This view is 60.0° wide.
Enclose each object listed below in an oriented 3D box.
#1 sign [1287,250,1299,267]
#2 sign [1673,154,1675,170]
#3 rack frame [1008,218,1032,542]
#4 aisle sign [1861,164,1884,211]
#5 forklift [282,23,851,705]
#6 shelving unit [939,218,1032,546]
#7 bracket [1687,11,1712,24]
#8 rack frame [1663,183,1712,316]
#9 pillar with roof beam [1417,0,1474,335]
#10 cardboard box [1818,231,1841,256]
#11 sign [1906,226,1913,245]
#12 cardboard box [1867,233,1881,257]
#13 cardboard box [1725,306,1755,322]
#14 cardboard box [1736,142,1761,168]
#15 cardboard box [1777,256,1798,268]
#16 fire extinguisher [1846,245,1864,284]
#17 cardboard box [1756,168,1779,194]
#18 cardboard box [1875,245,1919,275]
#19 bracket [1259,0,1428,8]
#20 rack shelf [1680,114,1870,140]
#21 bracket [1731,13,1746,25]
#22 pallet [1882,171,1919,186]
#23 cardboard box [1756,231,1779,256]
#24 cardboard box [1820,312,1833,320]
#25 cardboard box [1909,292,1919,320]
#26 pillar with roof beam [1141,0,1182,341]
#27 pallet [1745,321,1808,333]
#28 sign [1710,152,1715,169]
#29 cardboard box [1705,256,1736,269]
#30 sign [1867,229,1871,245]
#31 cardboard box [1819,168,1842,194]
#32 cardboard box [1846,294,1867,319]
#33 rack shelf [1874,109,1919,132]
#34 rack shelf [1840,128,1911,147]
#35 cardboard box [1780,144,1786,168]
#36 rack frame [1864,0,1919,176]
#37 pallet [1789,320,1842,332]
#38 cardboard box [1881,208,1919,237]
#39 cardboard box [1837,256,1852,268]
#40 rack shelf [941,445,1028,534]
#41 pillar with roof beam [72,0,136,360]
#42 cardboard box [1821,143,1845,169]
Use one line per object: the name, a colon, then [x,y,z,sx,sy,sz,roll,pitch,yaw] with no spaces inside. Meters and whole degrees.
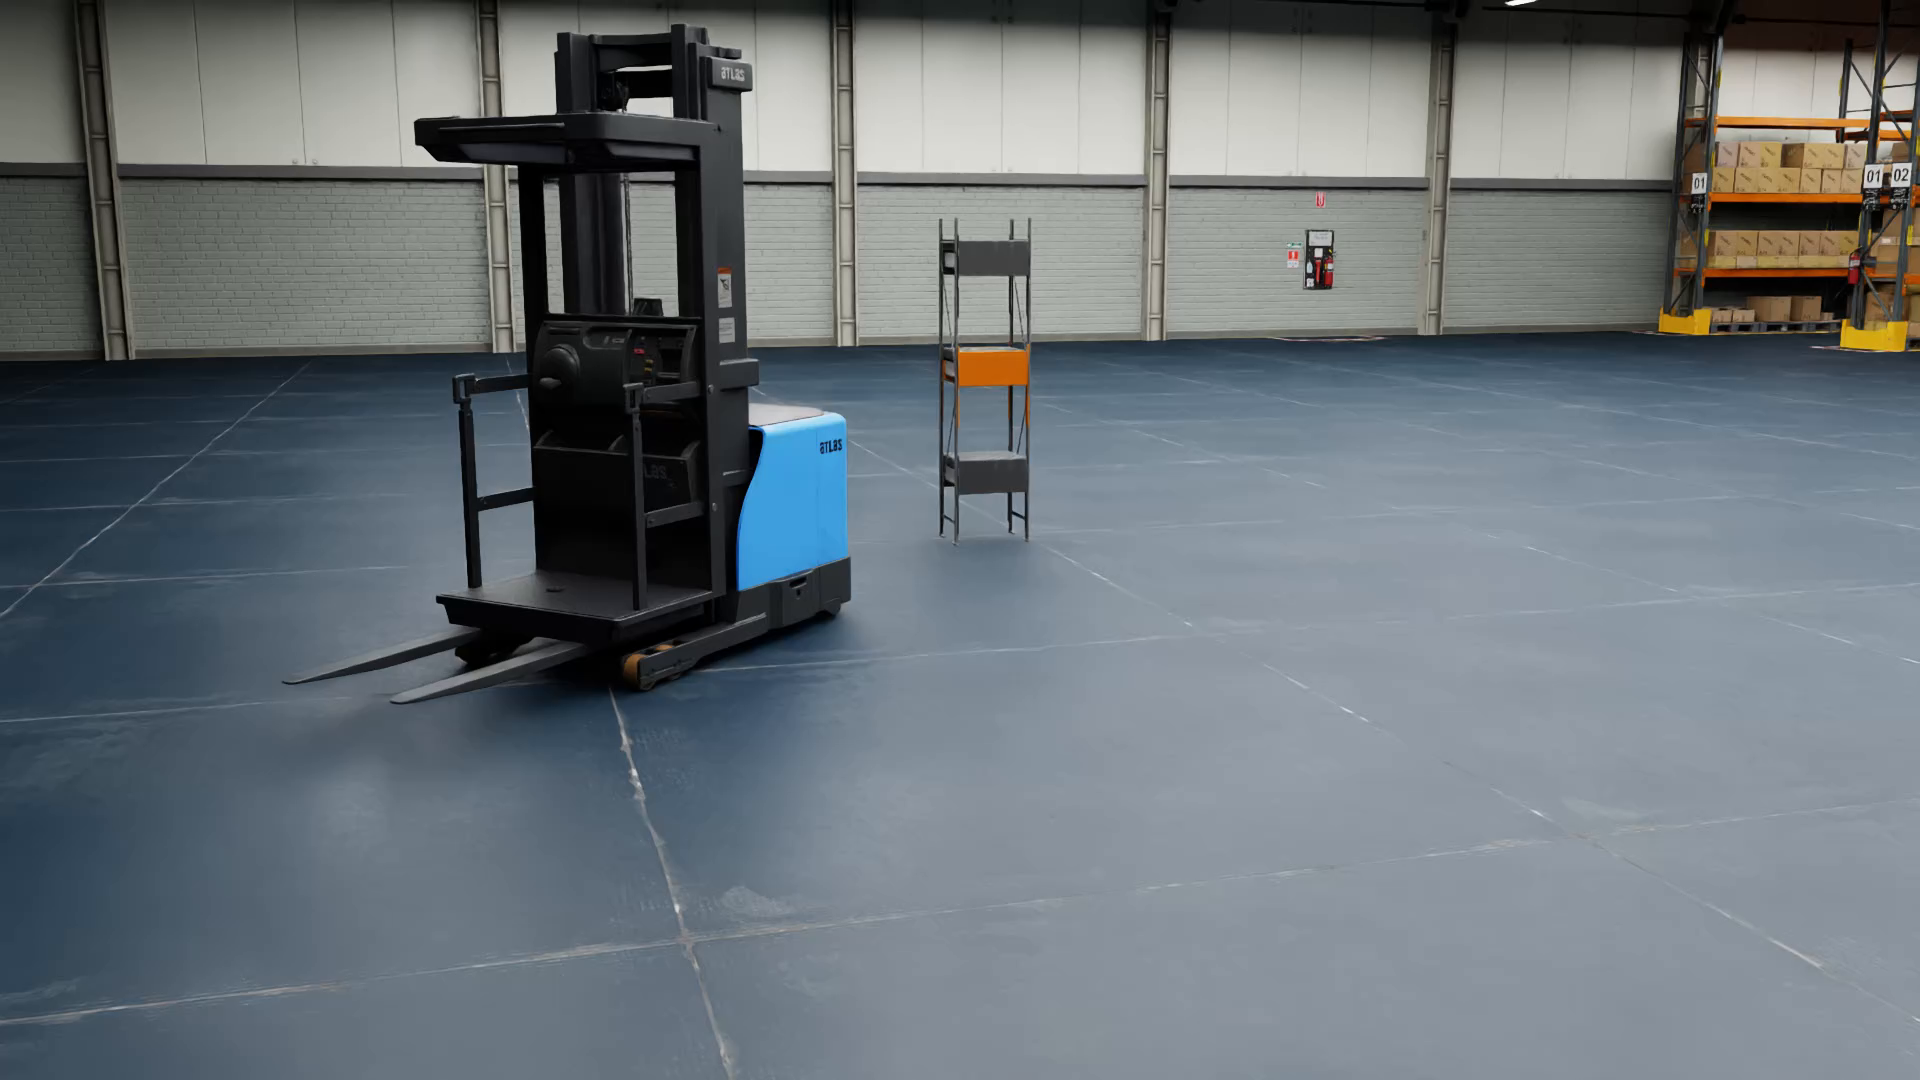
sign: [6.518,-5.499,32.534,0.234,0.329,0.001,-3,11,-16]
sign: [14.656,-7.736,34.054,0.005,0.325,0.100,-3,11,-16]
rack frame: [0.393,-1.053,10.969,0.015,2.100,0.400,-3,11,-16]
aisle sign: [16.035,-6.193,29.223,0.004,0.787,0.394,-3,11,-16]
forklift: [-1.728,-0.863,7.641,1.130,2.935,3.031,6,12,28]
shelving unit: [0.159,-1.041,10.902,0.503,2.100,0.431,-3,11,-16]
bracket: [14.923,-10.552,33.567,0.430,0.232,0.235,-3,11,-16]
rack frame: [14.792,-5.728,33.876,0.127,3.000,1.000,-3,11,-16]
pillar with roof beam: [10.664,-7.812,28.627,0.548,9.000,9.100,-3,11,-16]
cardboard box: [17.787,-6.131,34.355,0.500,0.500,0.500,-3,11,-16]
sign: [16.329,-5.235,28.588,0.005,0.325,0.100,-3,11,-16]
cardboard box: [19.130,-6.216,35.034,0.500,0.500,0.700,-3,11,-16]
cardboard box: [16.028,-4.670,34.341,0.500,0.311,0.500,-2,11,-11]
cardboard box: [15.725,-7.748,33.469,0.500,0.500,0.500,-3,11,-17]
cardboard box: [16.820,-5.712,34.149,0.500,0.250,0.500,-3,11,-15]
fire extinguisher: [15.936,-4.904,29.612,0.183,0.674,0.296,-3,11,-16]
cardboard box: [16.206,-7.284,33.710,0.500,0.500,0.500,-2,11,-13]
cardboard box: [16.632,-4.938,29.306,0.500,0.500,0.700,-3,11,-16]
bracket: [6.672,-10.117,31.204,4.783,0.066,0.076,-3,11,-16]
rack shelf: [16.712,-8.424,33.948,4.000,0.370,1.077,-3,11,-16]
bracket: [15.720,-10.594,33.795,0.430,0.232,0.235,-3,11,-16]
pallet: [16.866,-6.330,29.105,1.213,0.211,1.003,-3,11,-16]
cardboard box: [16.309,-6.053,33.929,0.500,0.500,0.500,-3,11,-18]
cardboard box: [18.127,-4.721,35.017,0.250,0.166,0.380,-5,11,-23]
cardboard box: [17.567,-4.222,30.059,0.500,0.500,0.500,-3,11,-16]
pillar with roof beam: [4.903,-7.509,26.978,0.548,9.000,9.100,-3,11,-16]
pallet: [16.824,-4.456,34.671,1.213,0.211,1.003,-3,11,-16]
sign: [14.943,-7.539,33.013,0.005,0.325,0.100,-3,11,-16]
cardboard box: [15.349,-5.634,33.722,0.500,0.250,0.500,-3,11,-18]
sign: [18.791,-6.262,34.387,0.005,0.325,0.100,-3,11,-16]
cardboard box: [17.727,-7.373,34.194,0.500,0.500,0.500,-4,11,-21]
cardboard box: [19.334,-4.958,35.380,0.500,0.500,0.700,-3,11,-14]
rack shelf: [18.100,-7.368,29.307,4.000,0.370,1.077,-3,11,-16]
rack shelf: [20.552,-8.432,35.083,4.000,0.370,1.077,-3,11,-16]
cardboard box: [16.618,-7.896,34.274,0.500,0.500,0.500,-3,11,-16]
rack frame: [16.180,-7.817,28.656,0.127,3.000,1.000,-3,11,-16]
pallet: [17.997,-4.519,35.010,1.213,0.211,1.003,-3,11,-16]
cardboard box: [16.682,-5.578,29.203,0.500,0.500,0.700,-3,11,-16]
cardboard box: [18.262,-5.790,34.571,0.500,0.250,0.500,-3,11,-16]
rack shelf: [0.159,-0.339,11.031,0.480,0.518,0.431,-3,11,-16]
pillar with roof beam: [-12.379,-6.598,22.030,0.400,9.000,9.100,-3,11,-16]
cardboard box: [17.701,-7.854,34.047,0.500,0.500,0.500,-2,11,-13]
